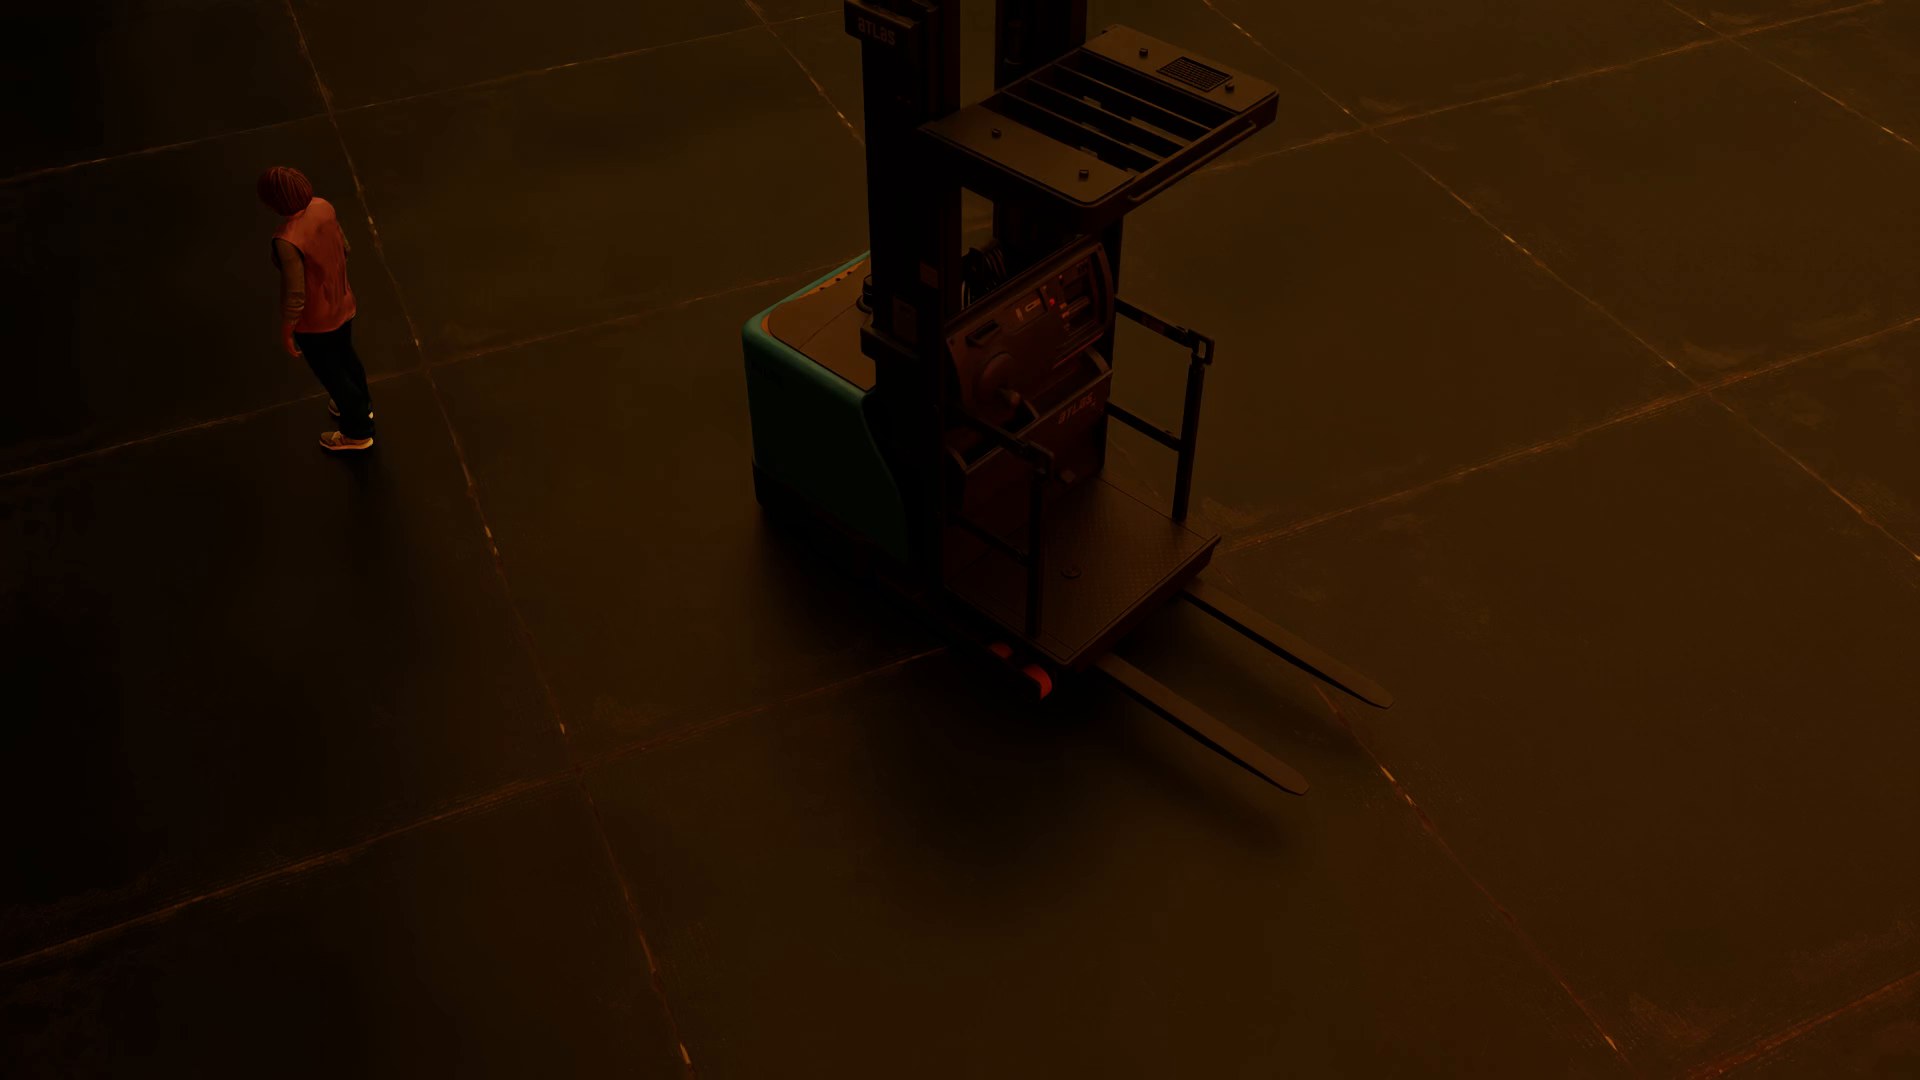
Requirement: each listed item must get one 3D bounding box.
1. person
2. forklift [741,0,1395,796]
[{"bbox_3d":[-3.058,-1.077,7.801,0.475,1.597,0.520,10,44,11],"label":"person"},{"bbox_3d":[0.445,-0.788,6.525,3.031,2.935,1.130,32,52,30],"label":"forklift"}]
